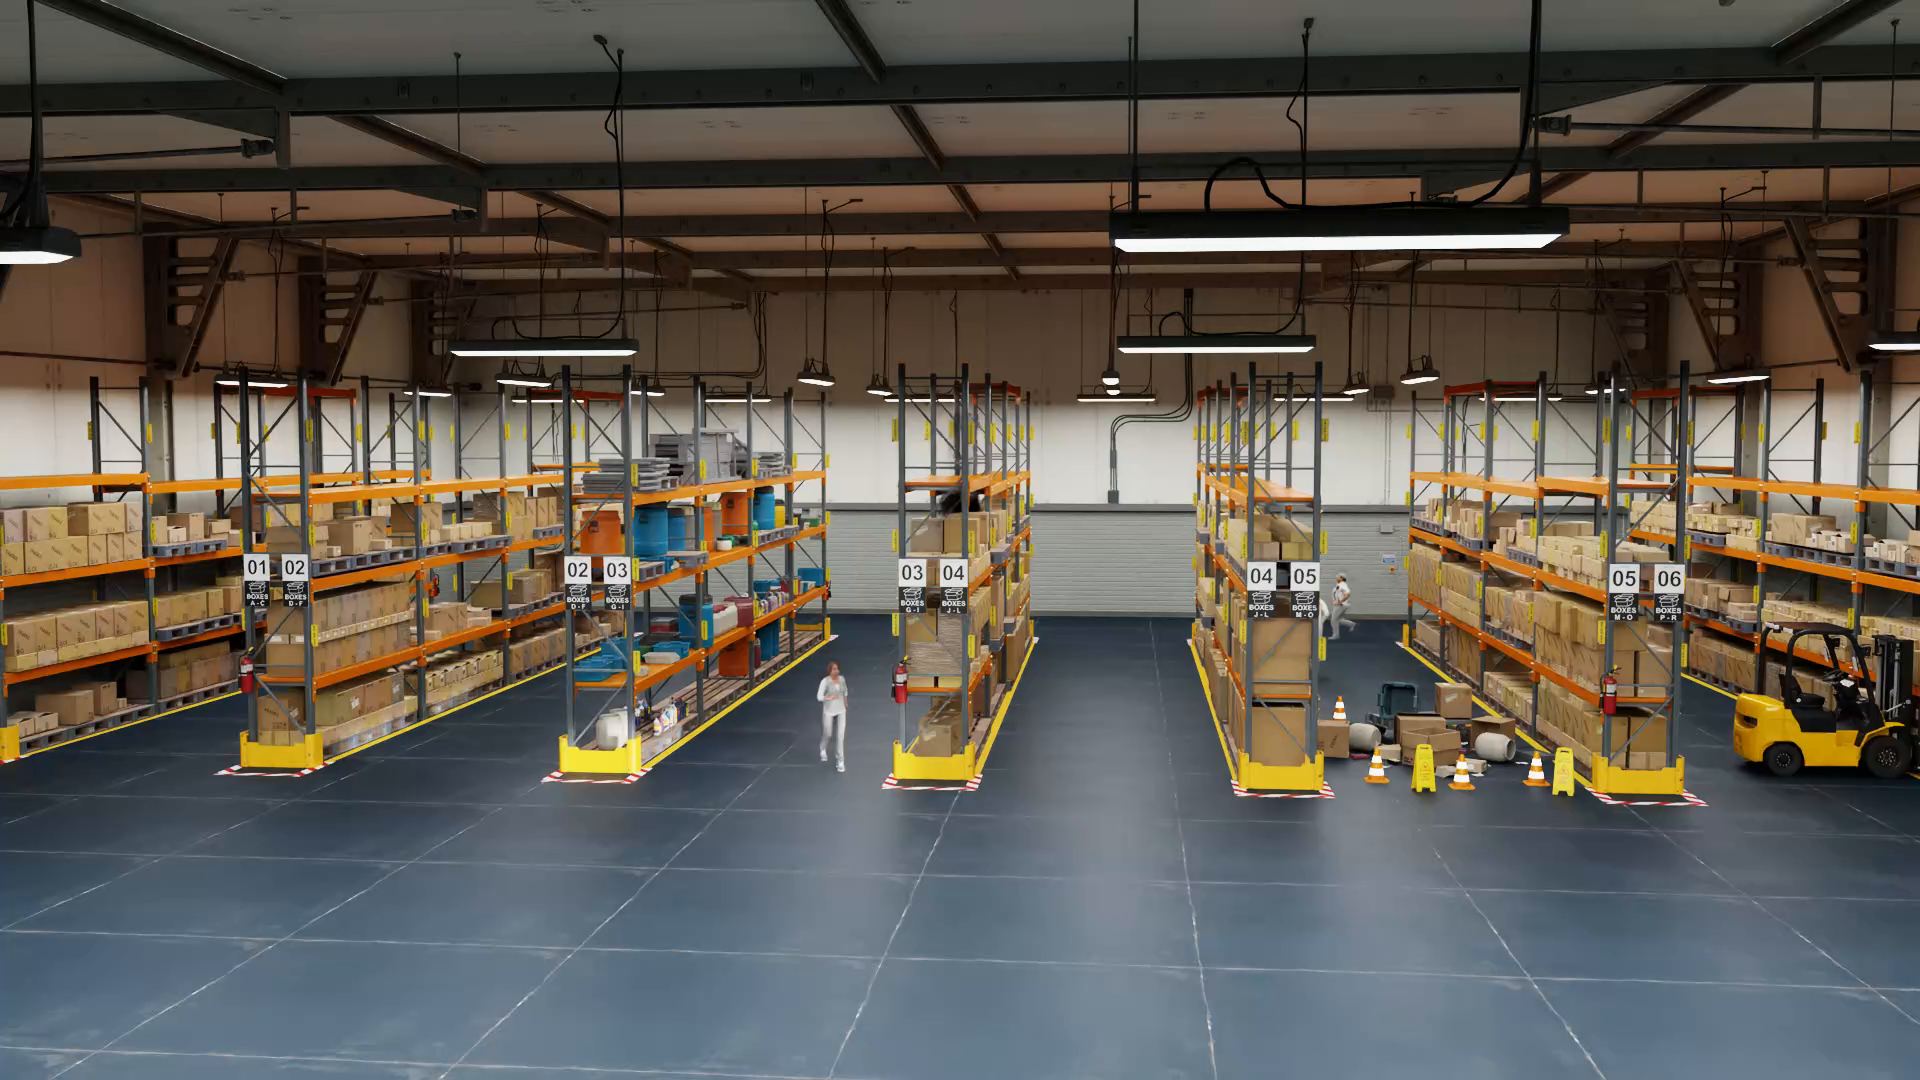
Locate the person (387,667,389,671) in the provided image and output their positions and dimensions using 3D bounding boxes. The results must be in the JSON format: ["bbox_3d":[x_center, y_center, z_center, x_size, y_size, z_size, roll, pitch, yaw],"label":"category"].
[{"bbox_3d":[-11.306,2.087,32.669,0.609,1.667,0.585,0,4,6],"label":"person"}]

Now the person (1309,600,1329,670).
[{"bbox_3d":[7.408,1.908,34.962,0.699,1.731,0.820,0,4,7],"label":"person"}]

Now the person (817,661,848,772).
[{"bbox_3d":[-1.893,2.592,24.762,0.534,1.585,0.890,-1,4,-22],"label":"person"}]

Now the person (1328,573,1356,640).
[{"bbox_3d":[9.293,1.607,40.428,0.658,1.638,0.612,0,4,4],"label":"person"}]
